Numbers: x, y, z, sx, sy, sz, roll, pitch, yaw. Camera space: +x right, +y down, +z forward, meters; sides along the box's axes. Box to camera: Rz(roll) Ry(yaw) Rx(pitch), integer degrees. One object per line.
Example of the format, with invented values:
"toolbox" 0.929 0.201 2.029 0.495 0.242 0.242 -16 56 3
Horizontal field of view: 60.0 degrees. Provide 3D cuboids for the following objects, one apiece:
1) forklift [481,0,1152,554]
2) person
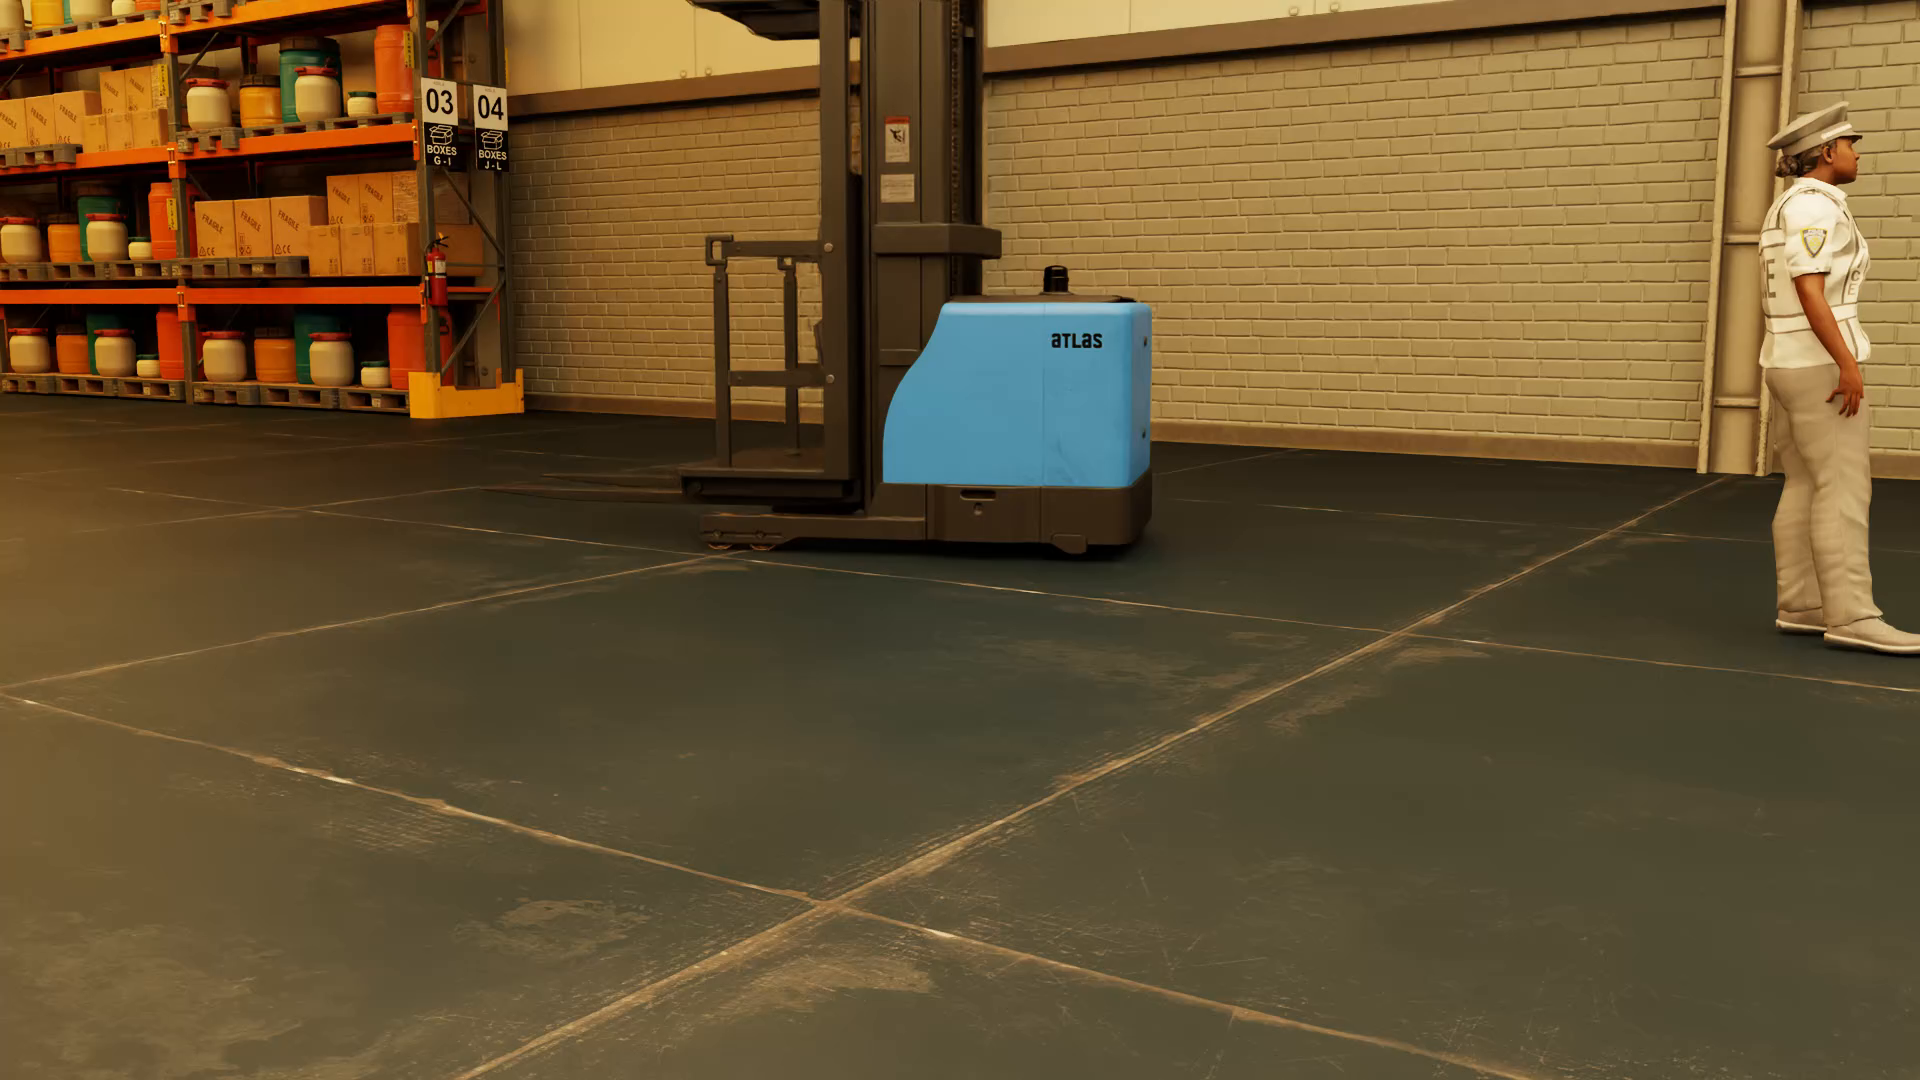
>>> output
"forklift" -0.669 -1.471 7.535 3.031 2.935 1.130 2 8 12
"person" 2.800 -0.532 5.275 0.529 1.695 0.569 3 9 18
